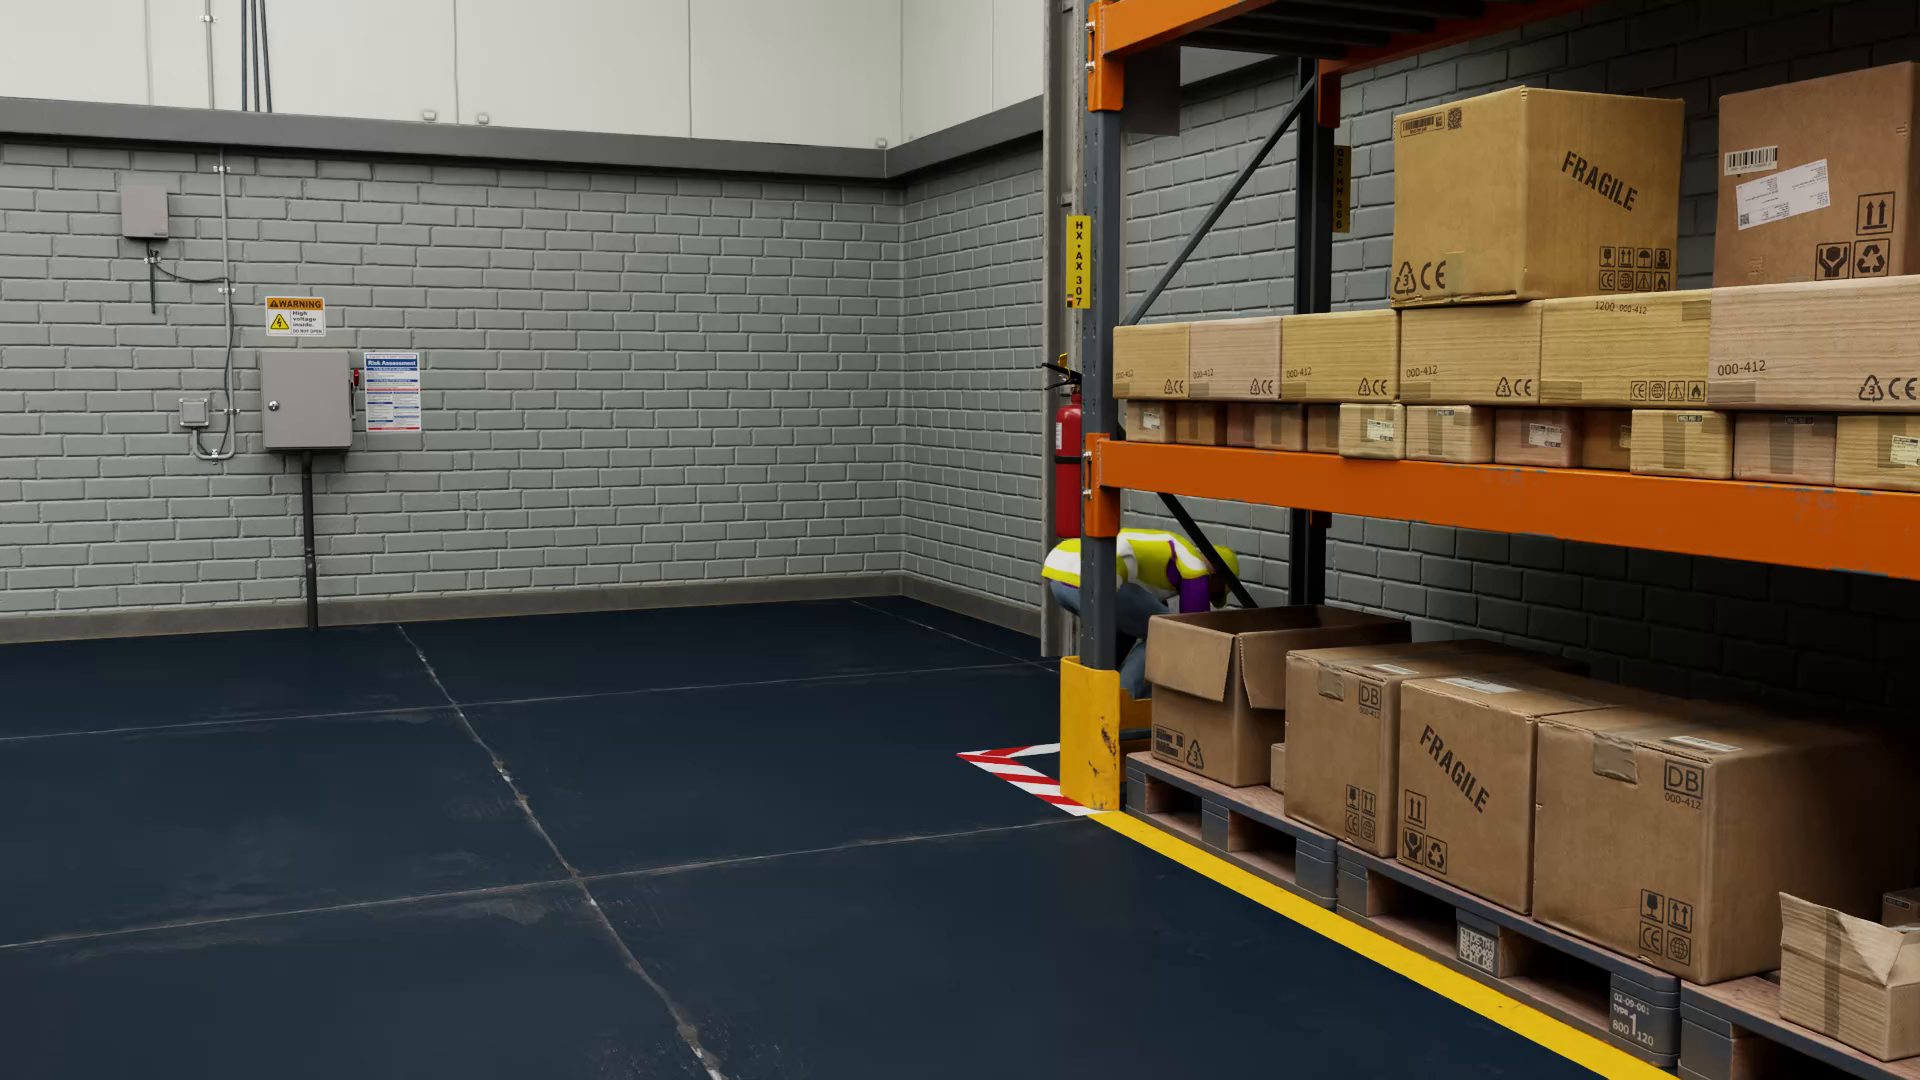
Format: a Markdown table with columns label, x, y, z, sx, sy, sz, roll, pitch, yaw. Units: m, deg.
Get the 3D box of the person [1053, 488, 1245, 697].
| label | x | y | z | sx | sy | sz | roll | pitch | yaw |
| --- | --- | --- | --- | --- | --- | --- | --- | --- | --- |
| person | 0.887 | 0.210 | 7.471 | 0.968 | 1.189 | 0.473 | -3 | 6 | -26 |
